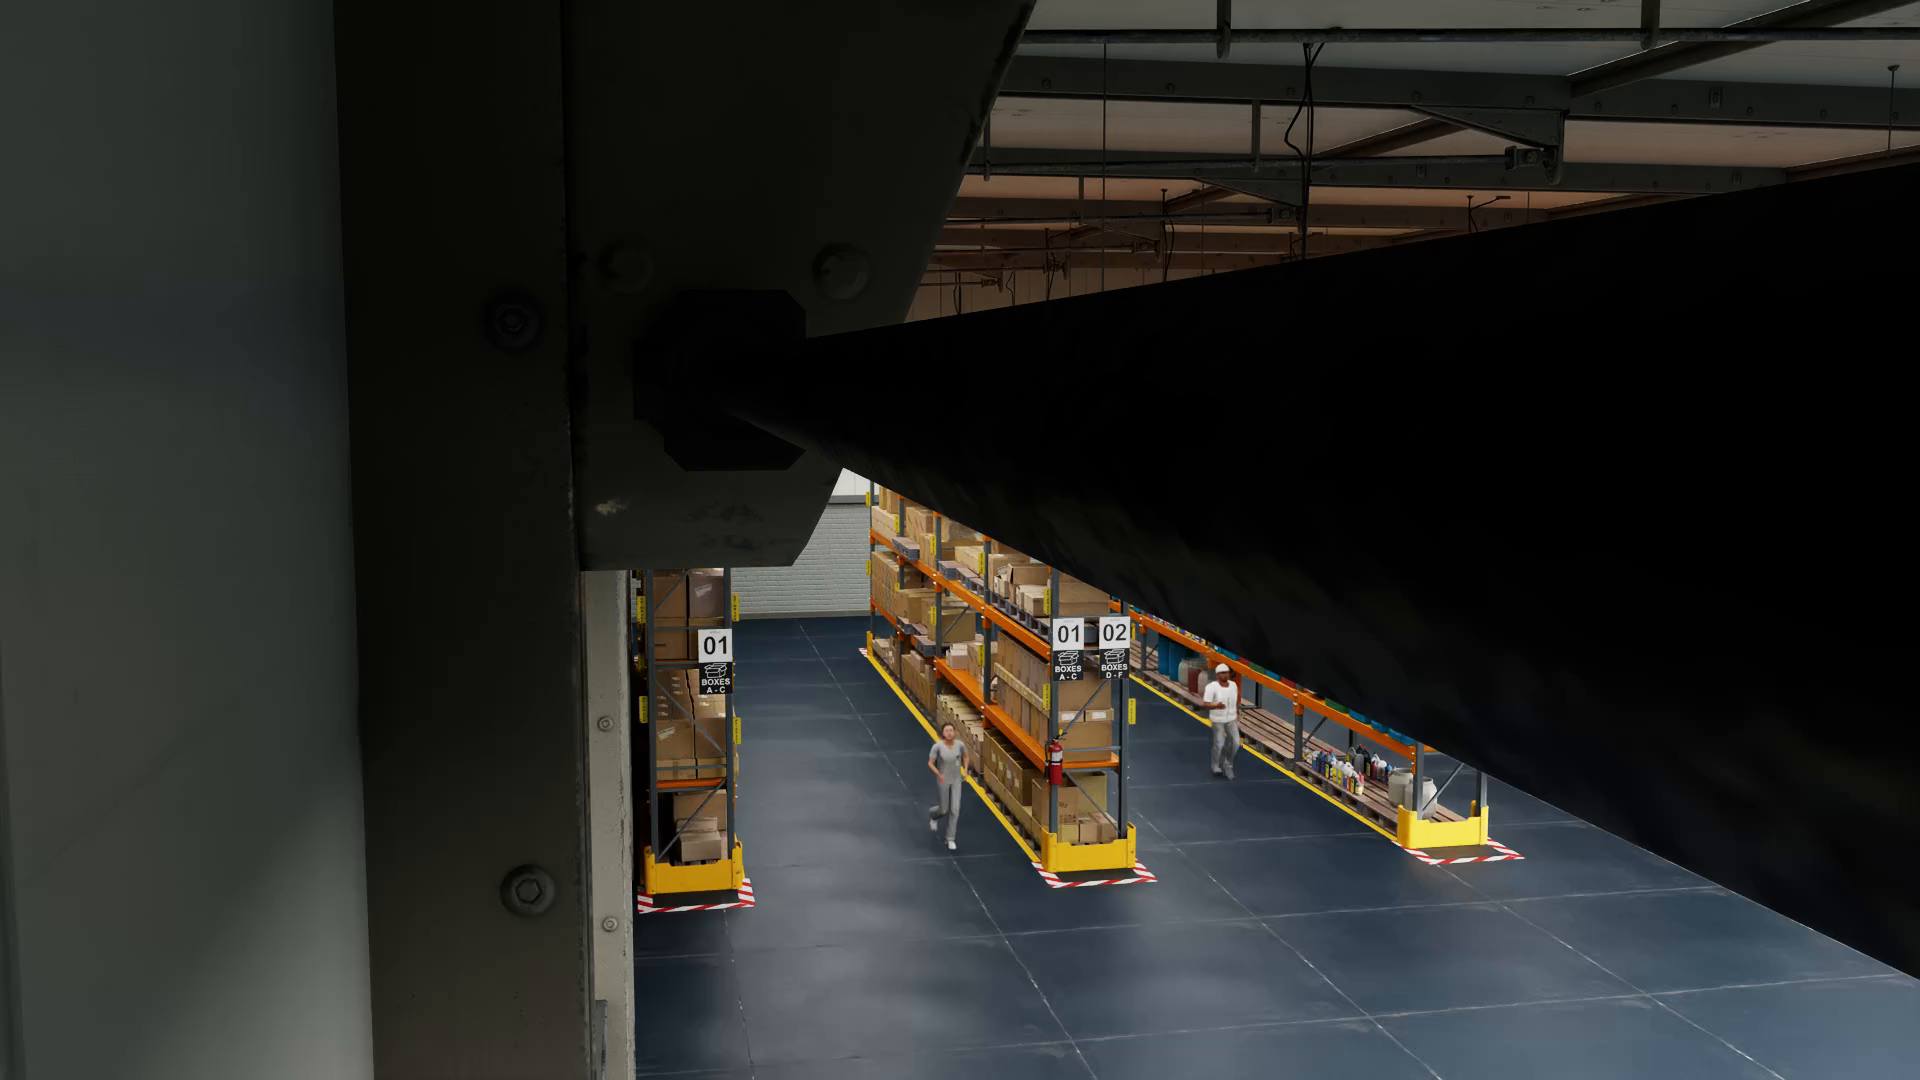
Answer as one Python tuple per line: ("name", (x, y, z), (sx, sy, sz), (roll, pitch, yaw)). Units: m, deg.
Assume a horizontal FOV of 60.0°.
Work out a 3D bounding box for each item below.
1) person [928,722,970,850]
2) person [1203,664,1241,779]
("person", (-0.148, 3.224, 22.120), (0.573, 1.646, 0.746), (-1, 6, -14))
("person", (4.071, 2.796, 25.555), (0.674, 1.792, 0.670), (-2, 6, -15))
